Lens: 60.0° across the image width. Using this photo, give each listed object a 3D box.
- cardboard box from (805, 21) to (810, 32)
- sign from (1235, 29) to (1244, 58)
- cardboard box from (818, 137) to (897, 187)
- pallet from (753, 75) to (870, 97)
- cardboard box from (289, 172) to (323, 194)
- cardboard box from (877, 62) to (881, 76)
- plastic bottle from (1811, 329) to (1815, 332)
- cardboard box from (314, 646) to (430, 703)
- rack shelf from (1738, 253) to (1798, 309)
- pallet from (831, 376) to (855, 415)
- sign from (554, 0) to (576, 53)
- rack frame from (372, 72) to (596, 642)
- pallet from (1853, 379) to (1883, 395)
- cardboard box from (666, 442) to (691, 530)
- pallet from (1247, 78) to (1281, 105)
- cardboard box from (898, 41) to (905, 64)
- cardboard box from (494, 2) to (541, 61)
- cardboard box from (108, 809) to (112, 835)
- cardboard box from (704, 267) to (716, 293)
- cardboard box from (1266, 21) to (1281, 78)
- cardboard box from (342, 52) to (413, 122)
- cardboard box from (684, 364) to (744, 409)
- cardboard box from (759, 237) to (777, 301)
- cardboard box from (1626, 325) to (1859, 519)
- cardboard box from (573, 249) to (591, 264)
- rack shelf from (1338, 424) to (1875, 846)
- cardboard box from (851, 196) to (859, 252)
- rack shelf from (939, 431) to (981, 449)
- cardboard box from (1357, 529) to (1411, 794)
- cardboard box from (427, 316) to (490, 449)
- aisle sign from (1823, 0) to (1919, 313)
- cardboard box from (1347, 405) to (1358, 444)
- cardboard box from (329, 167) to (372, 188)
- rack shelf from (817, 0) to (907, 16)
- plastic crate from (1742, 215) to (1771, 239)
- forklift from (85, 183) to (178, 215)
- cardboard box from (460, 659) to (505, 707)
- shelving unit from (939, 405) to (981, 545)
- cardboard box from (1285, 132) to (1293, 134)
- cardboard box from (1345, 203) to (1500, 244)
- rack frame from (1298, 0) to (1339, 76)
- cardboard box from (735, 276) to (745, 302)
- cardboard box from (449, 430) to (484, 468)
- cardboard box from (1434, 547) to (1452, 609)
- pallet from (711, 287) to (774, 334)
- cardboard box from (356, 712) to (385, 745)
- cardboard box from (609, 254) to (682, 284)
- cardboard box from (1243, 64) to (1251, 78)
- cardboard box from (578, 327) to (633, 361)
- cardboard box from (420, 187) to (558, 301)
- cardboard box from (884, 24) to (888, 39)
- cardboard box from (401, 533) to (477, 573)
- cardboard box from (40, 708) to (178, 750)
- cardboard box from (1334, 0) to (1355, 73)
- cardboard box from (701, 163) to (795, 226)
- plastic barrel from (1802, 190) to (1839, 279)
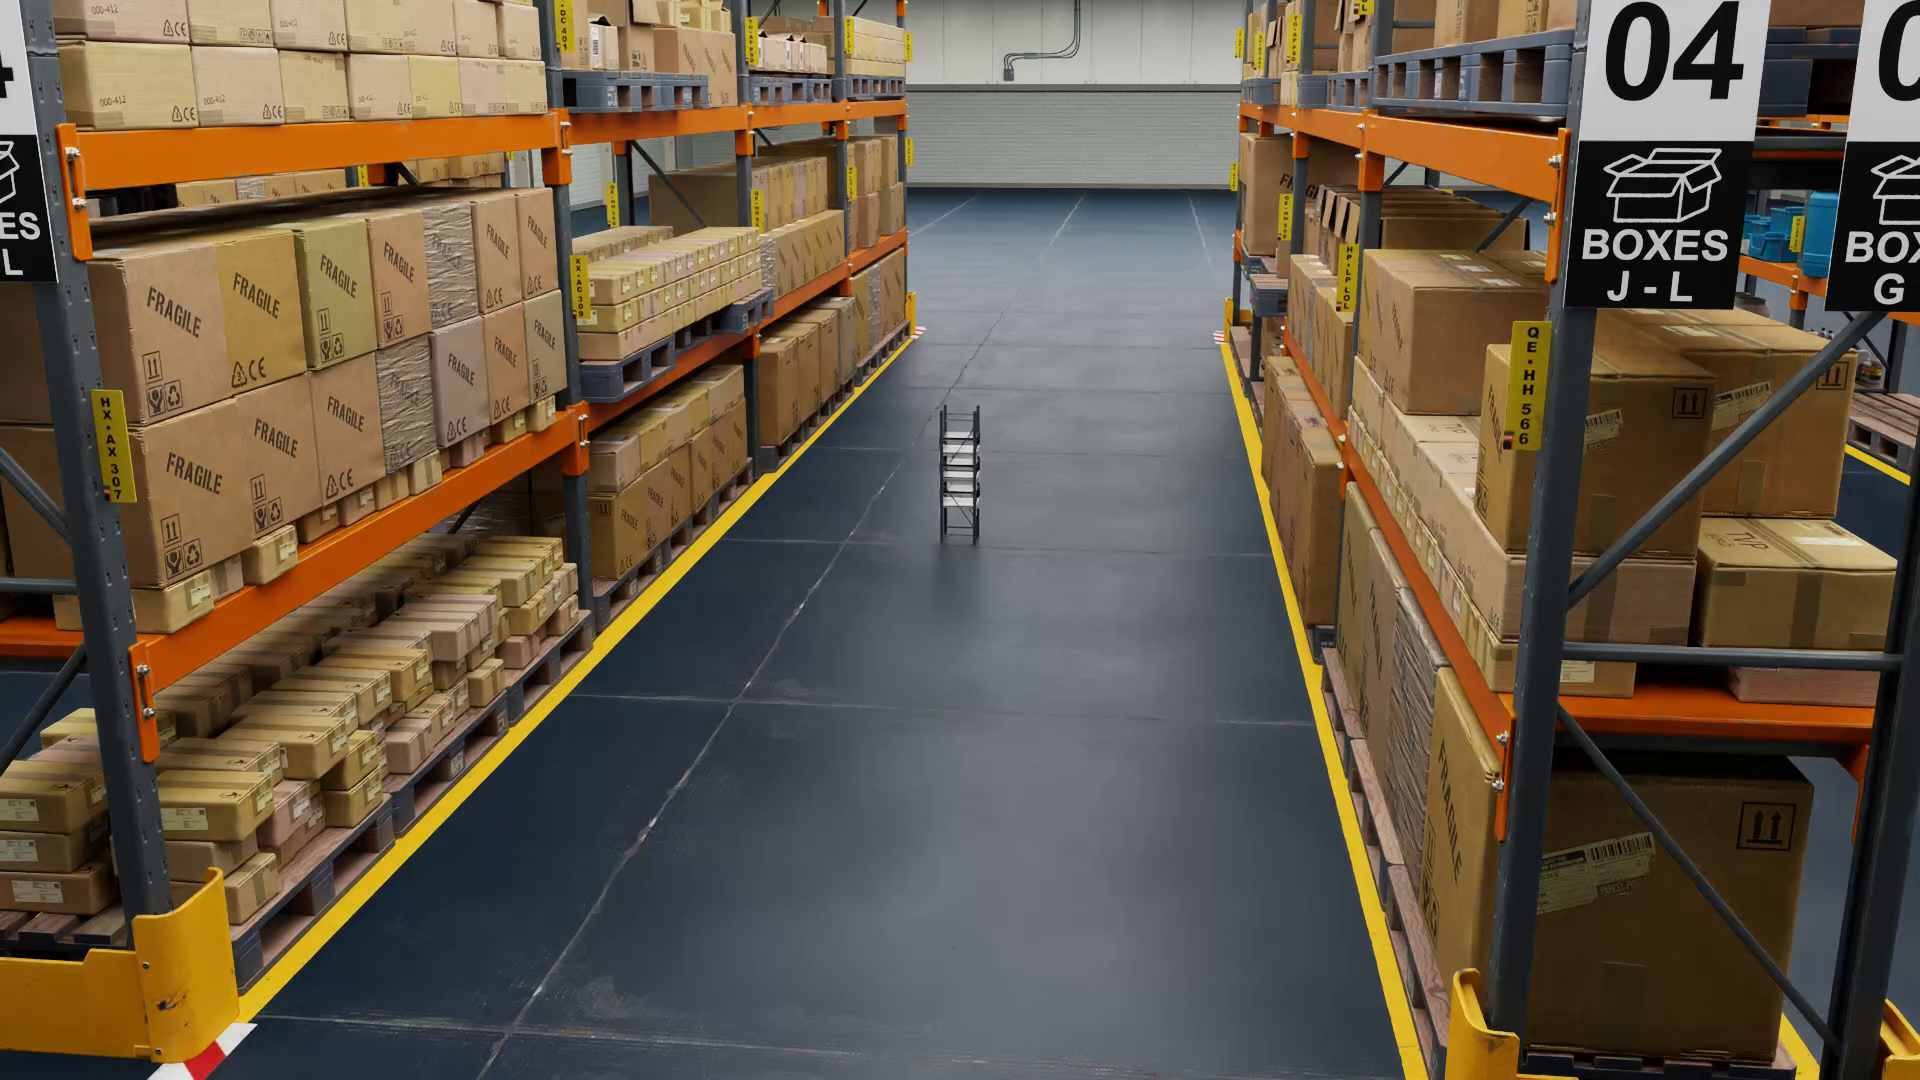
[{"bbox_3d":[-1.763,-5.306,17.250,0.380,0.149,0.250,2,15,6],"label":"cardboard box"},{"bbox_3d":[3.228,-5.727,19.176,0.100,0.325,0.005,2,15,6],"label":"sign"},{"bbox_3d":[-1.200,-4.367,19.210,0.875,0.550,0.550,2,15,6],"label":"cardboard box"},{"bbox_3d":[-1.498,-4.593,16.826,1.003,0.211,1.213,2,15,6],"label":"pallet"},{"bbox_3d":[-6.410,-3.235,15.815,0.500,0.500,0.500,2,15,7],"label":"cardboard box"},{"bbox_3d":[-1.051,-5.033,17.767,0.380,0.149,0.250,2,15,7],"label":"cardboard box"},{"bbox_3d":[8.922,-2.077,17.456,0.061,0.283,0.133,2,15,8],"label":"plastic bottle"},{"bbox_3d":[-2.430,0.554,6.882,0.380,0.149,0.250,2,15,7],"label":"cardboard box"},{"bbox_3d":[8.463,-2.830,17.258,1.077,0.370,4.000,2,15,6],"label":"rack shelf"},{"bbox_3d":[-1.613,-1.428,16.038,1.003,0.211,1.213,2,15,6],"label":"pallet"},{"bbox_3d":[-1.964,-2.585,8.239,0.100,0.325,0.005,2,15,6],"label":"sign"},{"bbox_3d":[-2.504,-0.901,8.749,1.000,3.000,0.127,2,15,6],"label":"rack frame"},{"bbox_3d":[8.354,-1.485,16.250,1.003,0.211,1.213,2,15,6],"label":"pallet"},{"bbox_3d":[-2.053,-0.355,10.712,0.500,0.500,0.500,2,15,7],"label":"cardboard box"},{"bbox_3d":[3.026,-3.735,13.843,1.213,0.211,1.003,2,15,6],"label":"pallet"},{"bbox_3d":[-0.927,-5.649,19.281,0.500,0.250,0.500,2,15,7],"label":"cardboard box"},{"bbox_3d":[-2.303,-2.391,7.842,0.500,0.250,0.500,1,15,4],"label":"cardboard box"},{"bbox_3d":[-3.096,0.954,5.973,0.380,0.149,0.250,1,15,5],"label":"cardboard box"},{"bbox_3d":[-1.799,-1.688,10.764,0.380,0.149,0.250,2,15,8],"label":"cardboard box"},{"bbox_3d":[3.164,-4.386,14.886,0.797,0.503,0.637,1,15,3],"label":"cardboard box"},{"bbox_3d":[-2.472,-1.753,6.438,0.500,0.250,0.500,2,15,6],"label":"cardboard box"},{"bbox_3d":[-1.869,-1.112,12.075,0.500,0.250,0.500,1,15,5],"label":"cardboard box"},{"bbox_3d":[-1.734,-2.096,12.974,0.500,0.500,0.500,2,15,7],"label":"cardboard box"},{"bbox_3d":[2.341,-0.371,5.069,0.500,0.500,0.500,1,15,5],"label":"cardboard box"},{"bbox_3d":[-2.505,-1.718,10.306,0.380,0.149,0.250,1,15,4],"label":"cardboard box"},{"bbox_3d":[2.187,0.137,6.288,1.077,0.370,4.000,2,15,6],"label":"rack shelf"},{"bbox_3d":[-1.532,-3.288,17.288,0.875,0.550,0.550,2,15,6],"label":"cardboard box"},{"bbox_3d":[-0.001,-0.661,10.975,0.258,0.077,0.200,2,15,6],"label":"rack shelf"},{"bbox_3d":[2.158,0.496,6.847,0.875,0.875,0.875,2,15,6],"label":"cardboard box"},{"bbox_3d":[-2.395,-0.696,7.228,0.500,0.500,0.500,2,15,6],"label":"cardboard box"},{"bbox_3d":[2.252,-0.919,3.835,0.394,0.787,0.004,2,15,6],"label":"aisle sign"},{"bbox_3d":[2.049,-0.541,7.898,0.380,0.149,0.250,2,15,6],"label":"cardboard box"},{"bbox_3d":[-6.266,-3.878,17.081,0.700,0.500,0.500,2,15,6],"label":"cardboard box"},{"bbox_3d":[-1.375,-5.851,17.704,1.077,0.370,4.000,2,15,6],"label":"rack shelf"},{"bbox_3d":[8.929,-3.485,18.589,0.499,0.251,0.616,2,15,6],"label":"plastic crate"},{"bbox_3d":[-5.590,-1.273,10.253,3.031,2.935,1.130,6,16,20],"label":"forklift"},{"bbox_3d":[-2.326,0.652,7.661,0.380,0.149,0.250,2,15,6],"label":"cardboard box"},{"bbox_3d":[-0.001,-0.432,11.037,0.258,0.900,0.210,2,15,6],"label":"shelving unit"},{"bbox_3d":[3.951,-4.366,18.885,0.500,0.500,0.500,2,15,6],"label":"cardboard box"},{"bbox_3d":[2.566,-1.605,9.239,0.797,0.503,0.637,2,15,7],"label":"cardboard box"},{"bbox_3d":[2.864,-4.663,11.166,1.000,3.000,0.127,2,15,6],"label":"rack frame"},{"bbox_3d":[-1.710,-1.748,11.556,0.380,0.149,0.250,2,15,7],"label":"cardboard box"},{"bbox_3d":[-2.368,-0.424,7.466,0.380,0.149,0.250,1,15,4],"label":"cardboard box"},{"bbox_3d":[1.761,0.130,5.416,0.380,0.149,0.250,2,15,7],"label":"cardboard box"},{"bbox_3d":[-2.027,-1.658,11.916,1.213,0.211,1.003,2,15,6],"label":"pallet"},{"bbox_3d":[-2.542,0.767,6.666,0.380,0.149,0.250,1,15,4],"label":"cardboard box"},{"bbox_3d":[-1.887,-1.629,9.976,0.380,0.149,0.250,2,15,6],"label":"cardboard box"},{"bbox_3d":[3.381,-5.281,18.721,0.380,0.149,0.250,2,15,7],"label":"cardboard box"},{"bbox_3d":[-2.002,-1.072,9.055,0.380,0.149,0.250,1,15,4],"label":"cardboard box"},{"bbox_3d":[-2.288,-1.446,8.087,0.500,0.500,0.500,1,15,4],"label":"cardboard box"},{"bbox_3d":[-0.994,-5.549,18.149,0.380,0.149,0.250,1,15,5],"label":"cardboard box"},{"bbox_3d":[-2.748,0.068,8.681,0.380,0.149,0.250,2,15,9],"label":"cardboard box"},{"bbox_3d":[-3.159,0.743,6.185,0.380,0.149,0.250,1,15,5],"label":"cardboard box"},{"bbox_3d":[2.867,-3.307,10.896,0.797,0.503,0.637,3,15,10],"label":"cardboard box"},{"bbox_3d":[-1.823,-2.983,14.340,0.700,0.500,0.500,2,15,6],"label":"cardboard box"},{"bbox_3d":[7.893,-2.809,14.843,0.600,0.901,0.708,2,15,6],"label":"plastic barrel"}]
